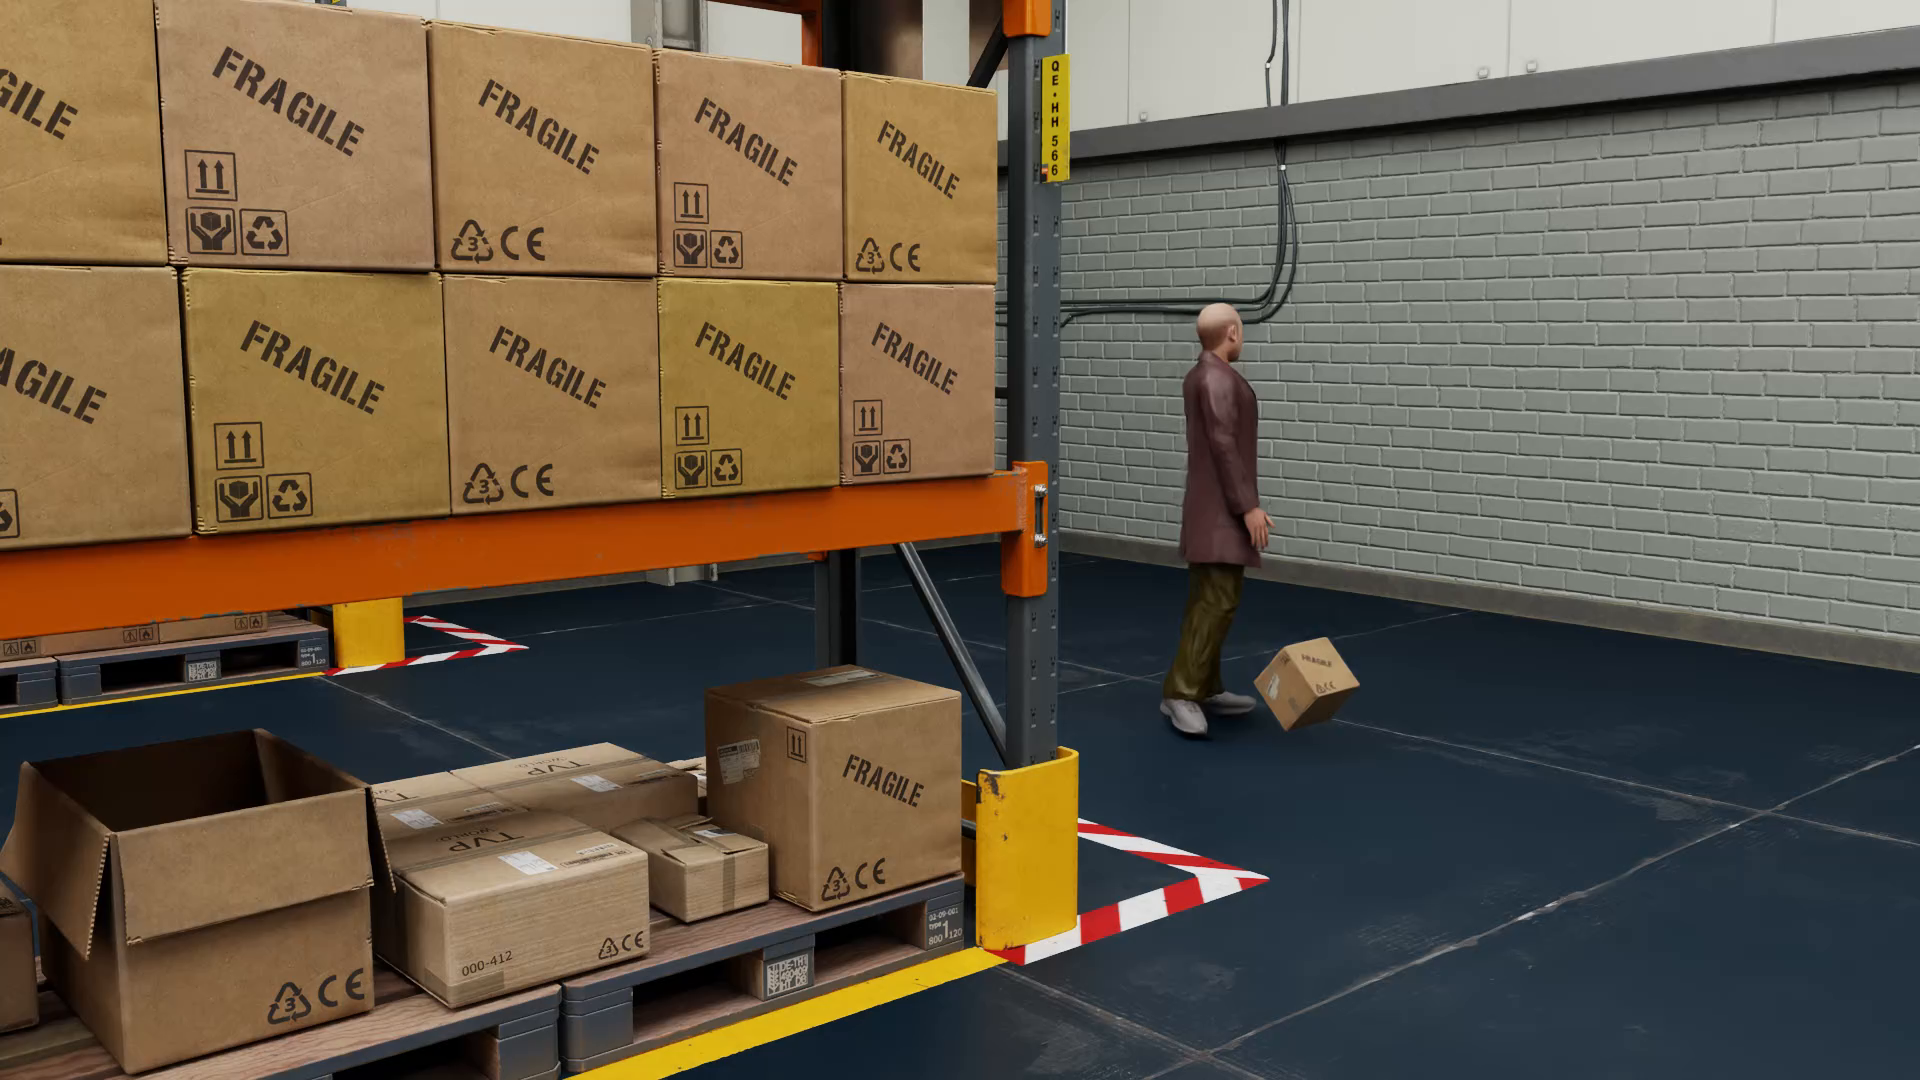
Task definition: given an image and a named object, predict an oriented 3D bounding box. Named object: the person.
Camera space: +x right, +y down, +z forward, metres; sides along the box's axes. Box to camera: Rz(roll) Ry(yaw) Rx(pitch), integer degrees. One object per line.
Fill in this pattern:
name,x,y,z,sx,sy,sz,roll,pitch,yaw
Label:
person,1.085,-0.112,7.065,0.471,1.772,0.739,0,7,0
